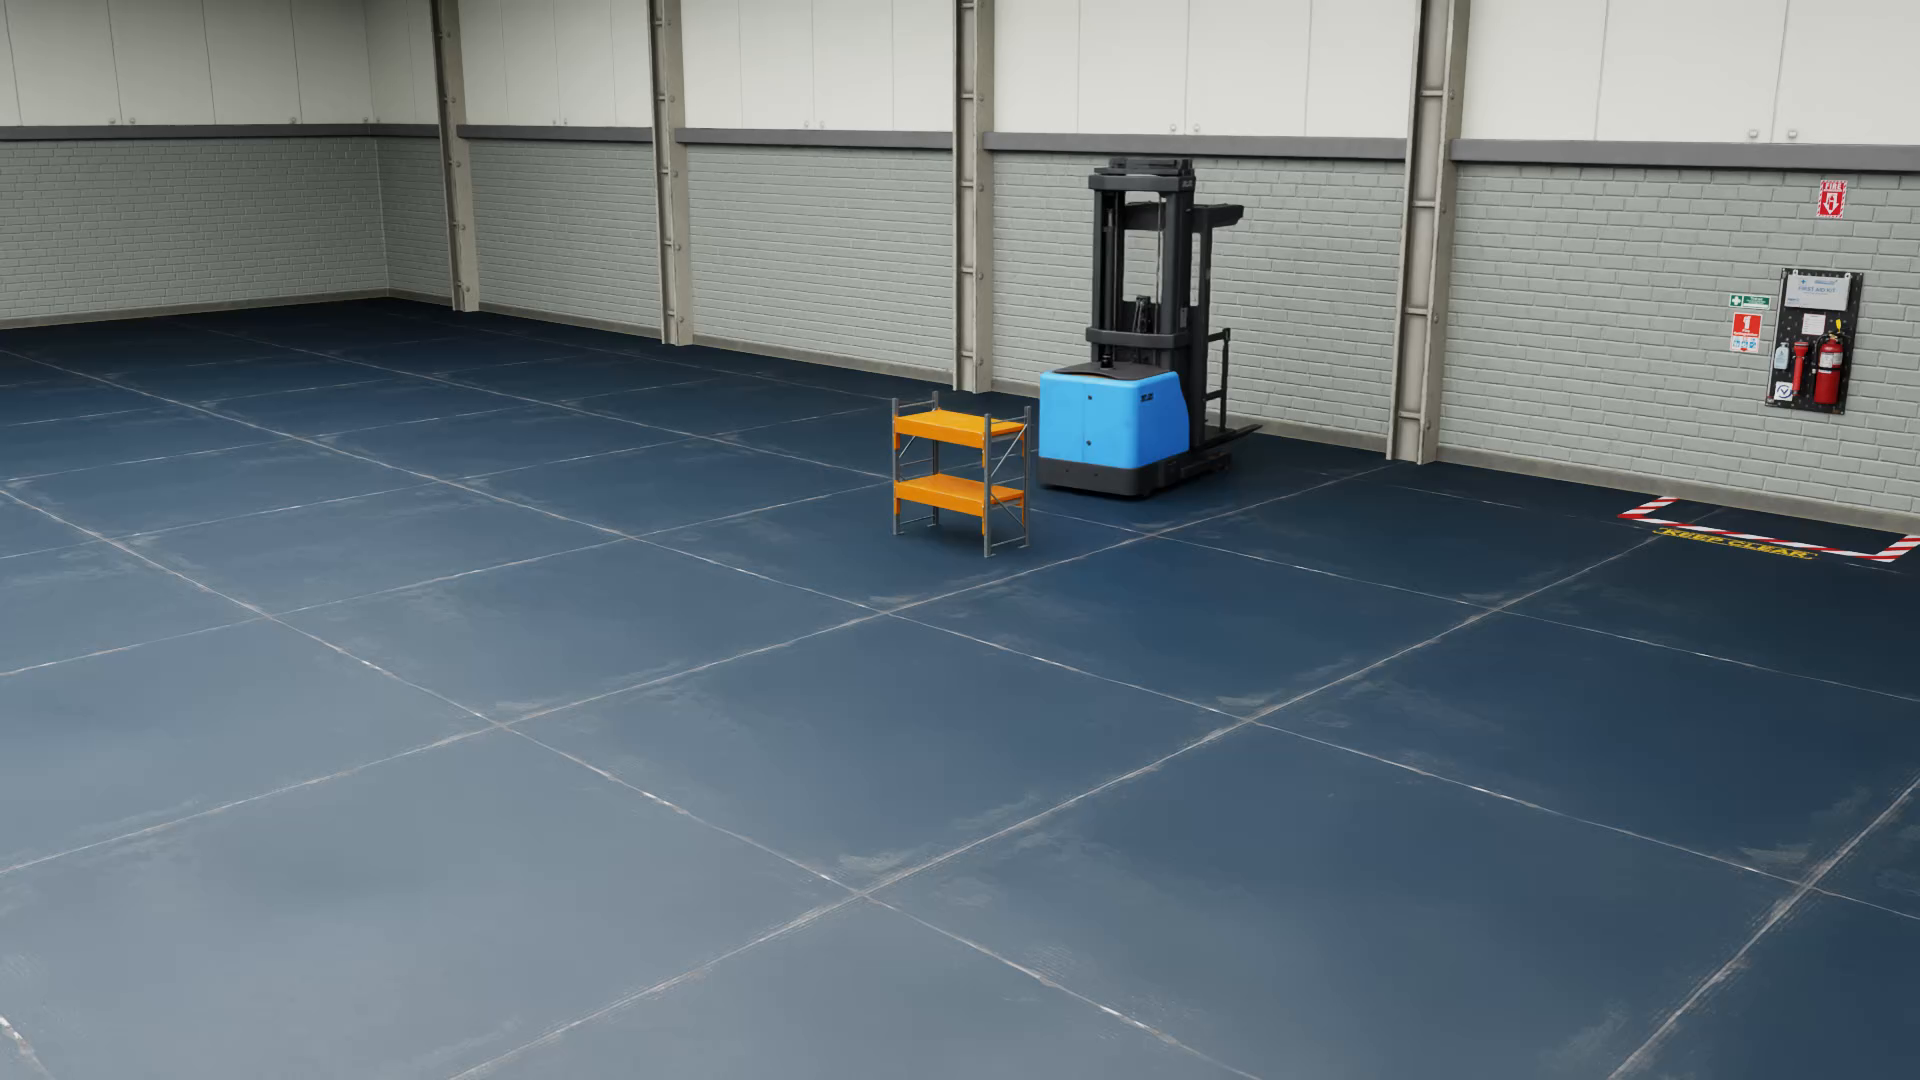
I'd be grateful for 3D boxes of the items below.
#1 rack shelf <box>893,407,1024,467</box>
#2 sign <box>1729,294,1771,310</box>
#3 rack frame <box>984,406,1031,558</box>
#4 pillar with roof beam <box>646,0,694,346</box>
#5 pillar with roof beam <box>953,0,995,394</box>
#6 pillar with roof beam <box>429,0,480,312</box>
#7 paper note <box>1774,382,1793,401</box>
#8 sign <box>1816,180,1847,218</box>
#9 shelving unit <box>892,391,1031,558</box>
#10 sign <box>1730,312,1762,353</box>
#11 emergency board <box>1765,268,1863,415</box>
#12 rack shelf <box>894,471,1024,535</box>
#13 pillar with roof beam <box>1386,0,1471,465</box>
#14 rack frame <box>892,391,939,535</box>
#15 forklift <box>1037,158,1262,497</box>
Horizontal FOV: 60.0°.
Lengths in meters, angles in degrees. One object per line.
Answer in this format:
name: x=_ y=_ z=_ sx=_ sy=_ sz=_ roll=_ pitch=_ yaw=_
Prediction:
rack shelf: x=0.005 y=-0.826 z=13.212 sx=1.000 sy=0.278 sz=0.538 roll=14 pitch=20 yaw=42
sign: x=6.715 y=-2.026 z=14.138 sx=0.331 sy=0.109 sz=0.001 roll=14 pitch=20 yaw=42
rack frame: x=0.371 y=-0.454 z=12.944 sx=0.032 sy=1.125 sz=0.500 roll=14 pitch=20 yaw=42
pillar with roof beam: x=-7.149 y=-6.472 z=20.423 sx=0.400 sy=9.000 sz=9.100 roll=14 pitch=20 yaw=42
pillar with roof beam: x=-2.830 y=-5.422 z=16.393 sx=0.400 sy=9.000 sz=9.100 roll=14 pitch=20 yaw=42
pillar with roof beam: x=-11.468 y=-7.522 z=24.453 sx=0.400 sy=9.000 sz=9.100 roll=14 pitch=20 yaw=42
paper note: x=6.965 y=-1.257 z=14.053 sx=0.142 sy=0.148 sz=0.016 roll=14 pitch=20 yaw=42
sign: x=7.108 y=-2.781 z=13.557 sx=0.199 sy=0.298 sz=0.001 roll=14 pitch=20 yaw=42
shelving unit: x=0.005 y=-0.543 z=13.286 sx=1.048 sy=1.125 sz=0.538 roll=14 pitch=20 yaw=42
sign: x=6.718 y=-1.772 z=14.214 sx=0.234 sy=0.329 sz=0.001 roll=14 pitch=20 yaw=42
emergency board: x=7.044 y=-1.639 z=13.775 sx=0.643 sy=1.169 sz=0.194 roll=14 pitch=20 yaw=42
rack shelf: x=0.005 y=-0.307 z=13.347 sx=1.000 sy=0.278 sz=0.538 roll=14 pitch=20 yaw=42
pillar with roof beam: x=1.489 y=-4.372 z=12.363 sx=0.400 sy=9.000 sz=9.100 roll=14 pitch=20 yaw=42
rack frame: x=-0.361 y=-0.632 z=13.627 sx=0.032 sy=1.125 sz=0.500 roll=14 pitch=20 yaw=42
forklift: x=1.962 y=-2.118 z=15.746 sx=1.130 sy=2.935 sz=3.031 roll=10 pitch=18 yaw=34
